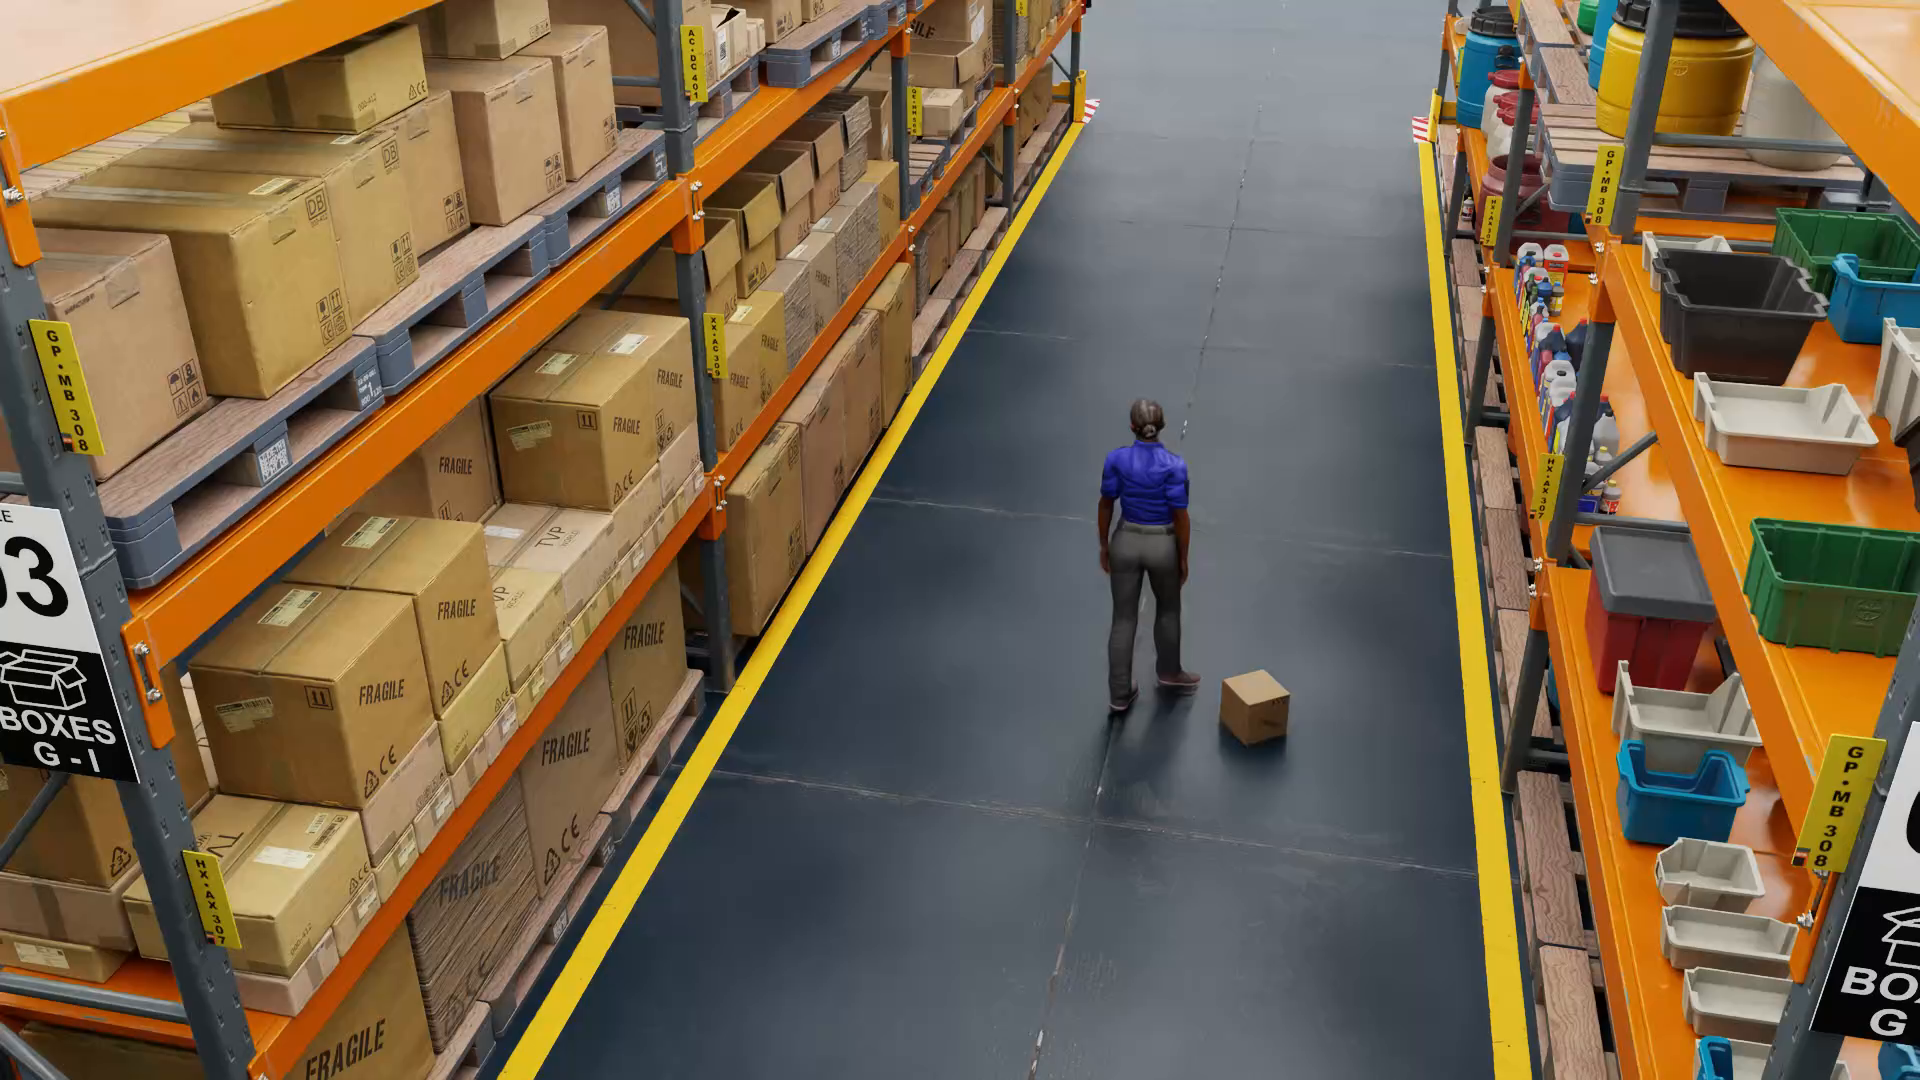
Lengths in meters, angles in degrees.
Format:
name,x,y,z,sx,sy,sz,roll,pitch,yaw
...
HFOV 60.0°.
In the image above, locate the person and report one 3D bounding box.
name,x,y,z,sx,sy,sz,roll,pitch,yaw
person,0.961,0.112,8.455,0.572,1.711,0.540,8,30,14
